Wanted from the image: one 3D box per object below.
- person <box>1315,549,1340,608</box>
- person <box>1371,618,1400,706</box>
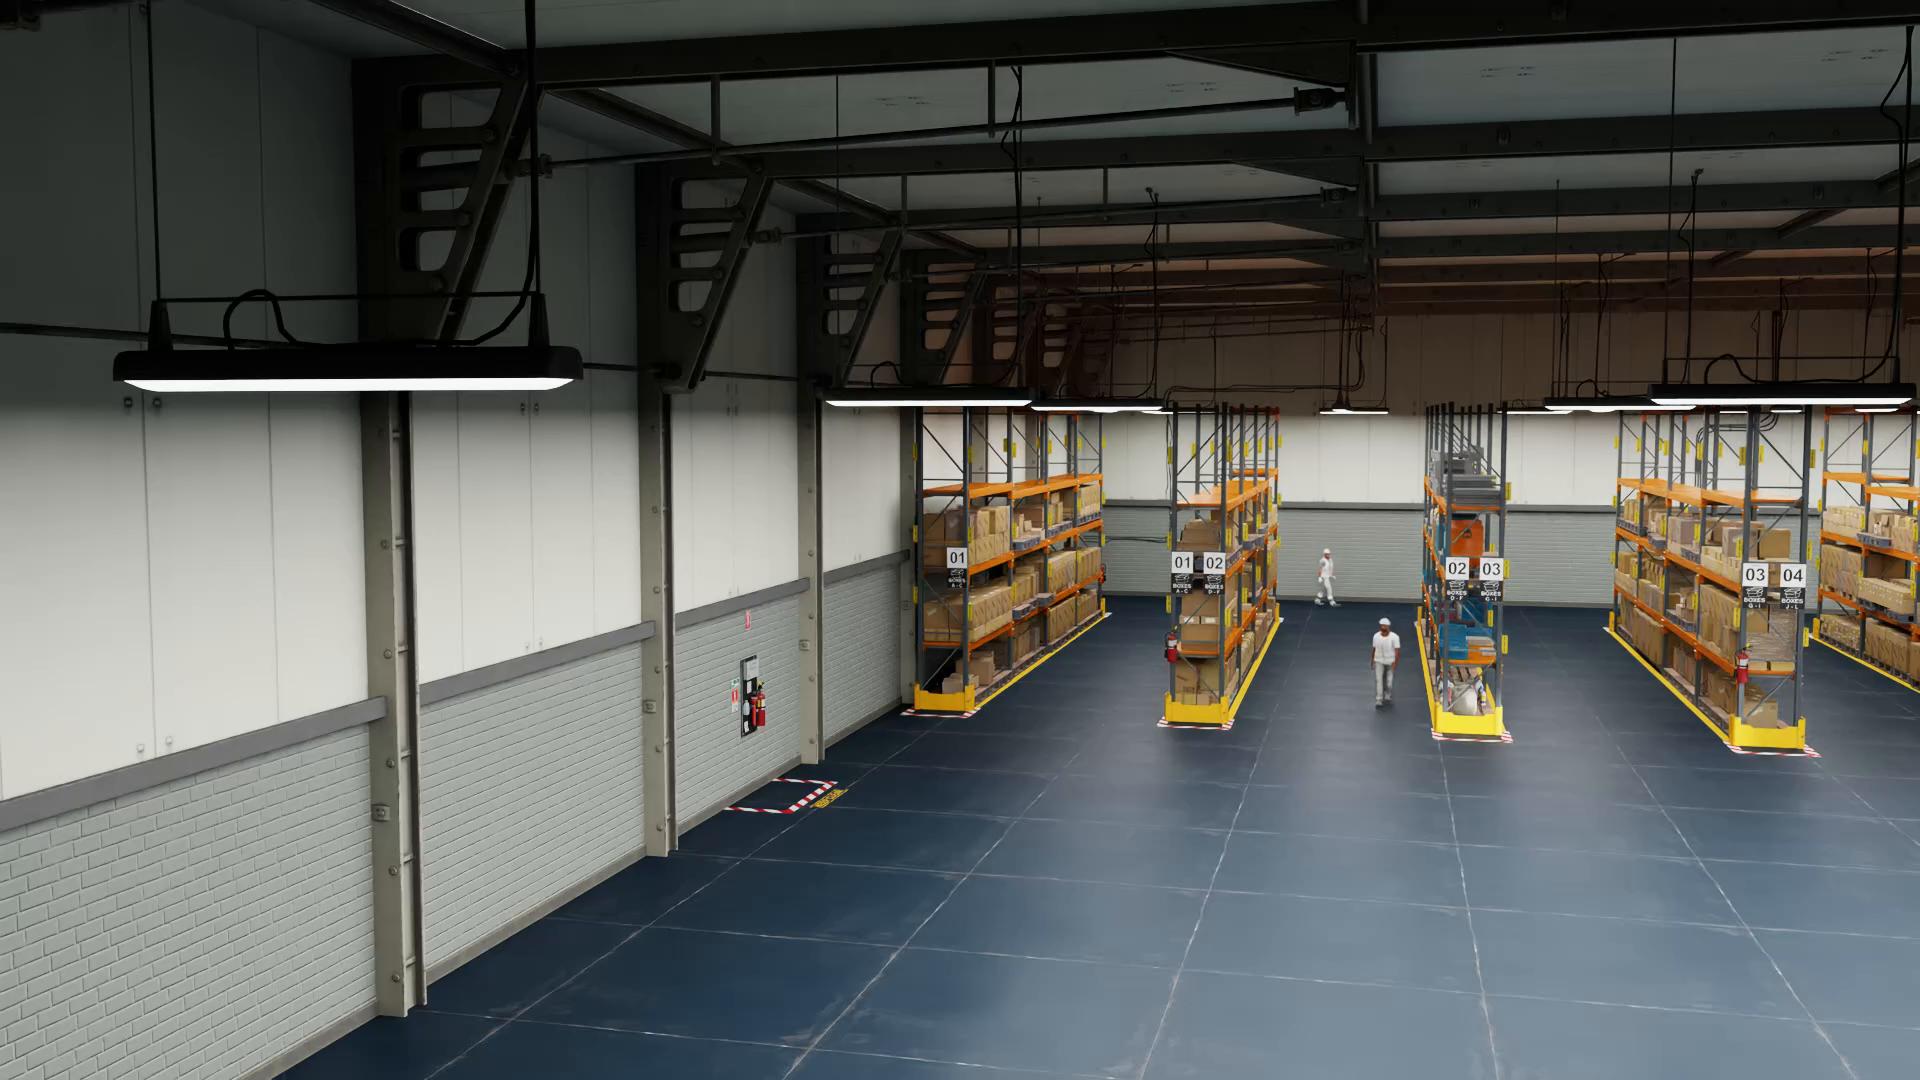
[{"bbox_3d":[11.117,1.143,50.159,0.548,1.753,0.973,-4,6,-43],"label":"person"},{"bbox_3d":[8.452,2.415,33.029,0.568,1.707,1.085,1,4,16],"label":"person"}]
